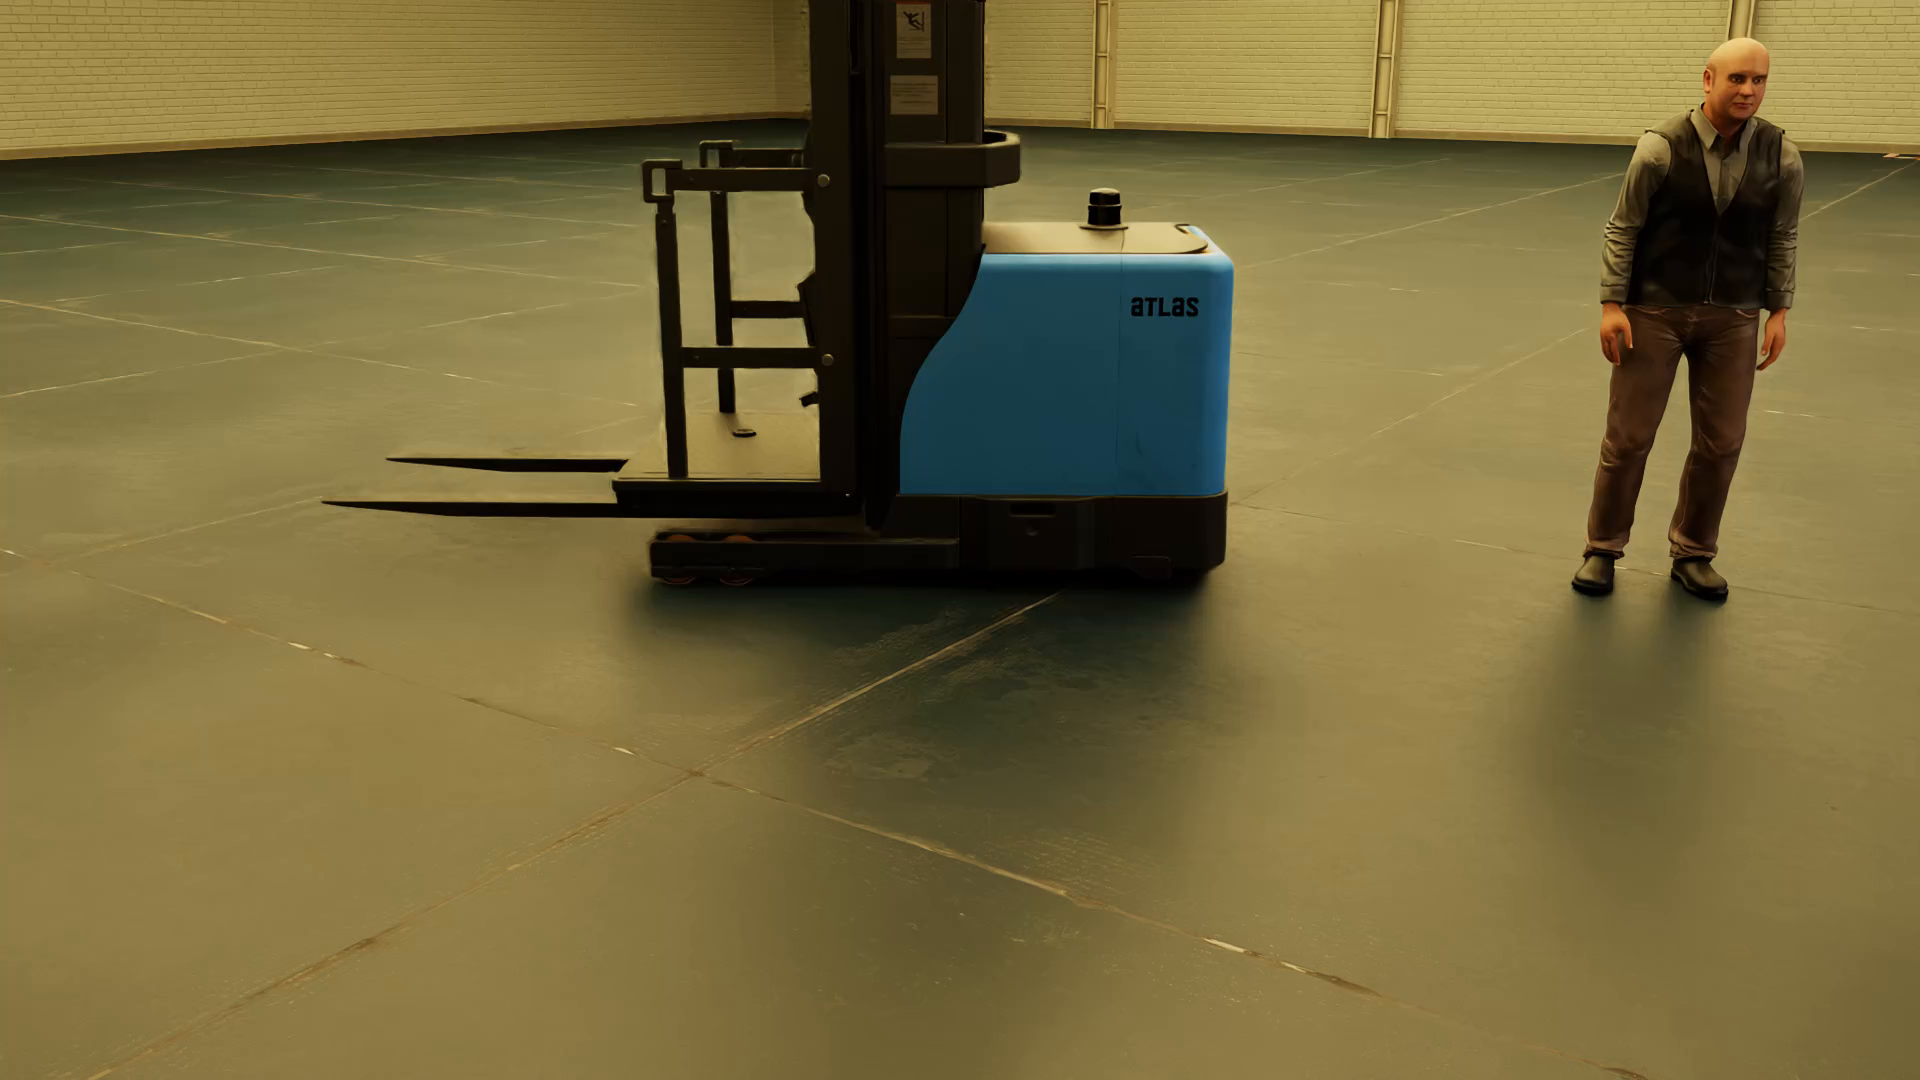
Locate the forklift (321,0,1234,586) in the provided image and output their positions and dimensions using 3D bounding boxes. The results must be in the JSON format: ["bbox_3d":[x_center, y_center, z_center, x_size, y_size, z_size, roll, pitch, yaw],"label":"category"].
[{"bbox_3d":[-0.633,-1.404,5.526,3.031,2.935,1.130,0,17,1],"label":"forklift"}]

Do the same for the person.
[{"bbox_3d":[2.307,-0.690,5.257,0.590,1.720,0.421,2,17,7],"label":"person"}]
